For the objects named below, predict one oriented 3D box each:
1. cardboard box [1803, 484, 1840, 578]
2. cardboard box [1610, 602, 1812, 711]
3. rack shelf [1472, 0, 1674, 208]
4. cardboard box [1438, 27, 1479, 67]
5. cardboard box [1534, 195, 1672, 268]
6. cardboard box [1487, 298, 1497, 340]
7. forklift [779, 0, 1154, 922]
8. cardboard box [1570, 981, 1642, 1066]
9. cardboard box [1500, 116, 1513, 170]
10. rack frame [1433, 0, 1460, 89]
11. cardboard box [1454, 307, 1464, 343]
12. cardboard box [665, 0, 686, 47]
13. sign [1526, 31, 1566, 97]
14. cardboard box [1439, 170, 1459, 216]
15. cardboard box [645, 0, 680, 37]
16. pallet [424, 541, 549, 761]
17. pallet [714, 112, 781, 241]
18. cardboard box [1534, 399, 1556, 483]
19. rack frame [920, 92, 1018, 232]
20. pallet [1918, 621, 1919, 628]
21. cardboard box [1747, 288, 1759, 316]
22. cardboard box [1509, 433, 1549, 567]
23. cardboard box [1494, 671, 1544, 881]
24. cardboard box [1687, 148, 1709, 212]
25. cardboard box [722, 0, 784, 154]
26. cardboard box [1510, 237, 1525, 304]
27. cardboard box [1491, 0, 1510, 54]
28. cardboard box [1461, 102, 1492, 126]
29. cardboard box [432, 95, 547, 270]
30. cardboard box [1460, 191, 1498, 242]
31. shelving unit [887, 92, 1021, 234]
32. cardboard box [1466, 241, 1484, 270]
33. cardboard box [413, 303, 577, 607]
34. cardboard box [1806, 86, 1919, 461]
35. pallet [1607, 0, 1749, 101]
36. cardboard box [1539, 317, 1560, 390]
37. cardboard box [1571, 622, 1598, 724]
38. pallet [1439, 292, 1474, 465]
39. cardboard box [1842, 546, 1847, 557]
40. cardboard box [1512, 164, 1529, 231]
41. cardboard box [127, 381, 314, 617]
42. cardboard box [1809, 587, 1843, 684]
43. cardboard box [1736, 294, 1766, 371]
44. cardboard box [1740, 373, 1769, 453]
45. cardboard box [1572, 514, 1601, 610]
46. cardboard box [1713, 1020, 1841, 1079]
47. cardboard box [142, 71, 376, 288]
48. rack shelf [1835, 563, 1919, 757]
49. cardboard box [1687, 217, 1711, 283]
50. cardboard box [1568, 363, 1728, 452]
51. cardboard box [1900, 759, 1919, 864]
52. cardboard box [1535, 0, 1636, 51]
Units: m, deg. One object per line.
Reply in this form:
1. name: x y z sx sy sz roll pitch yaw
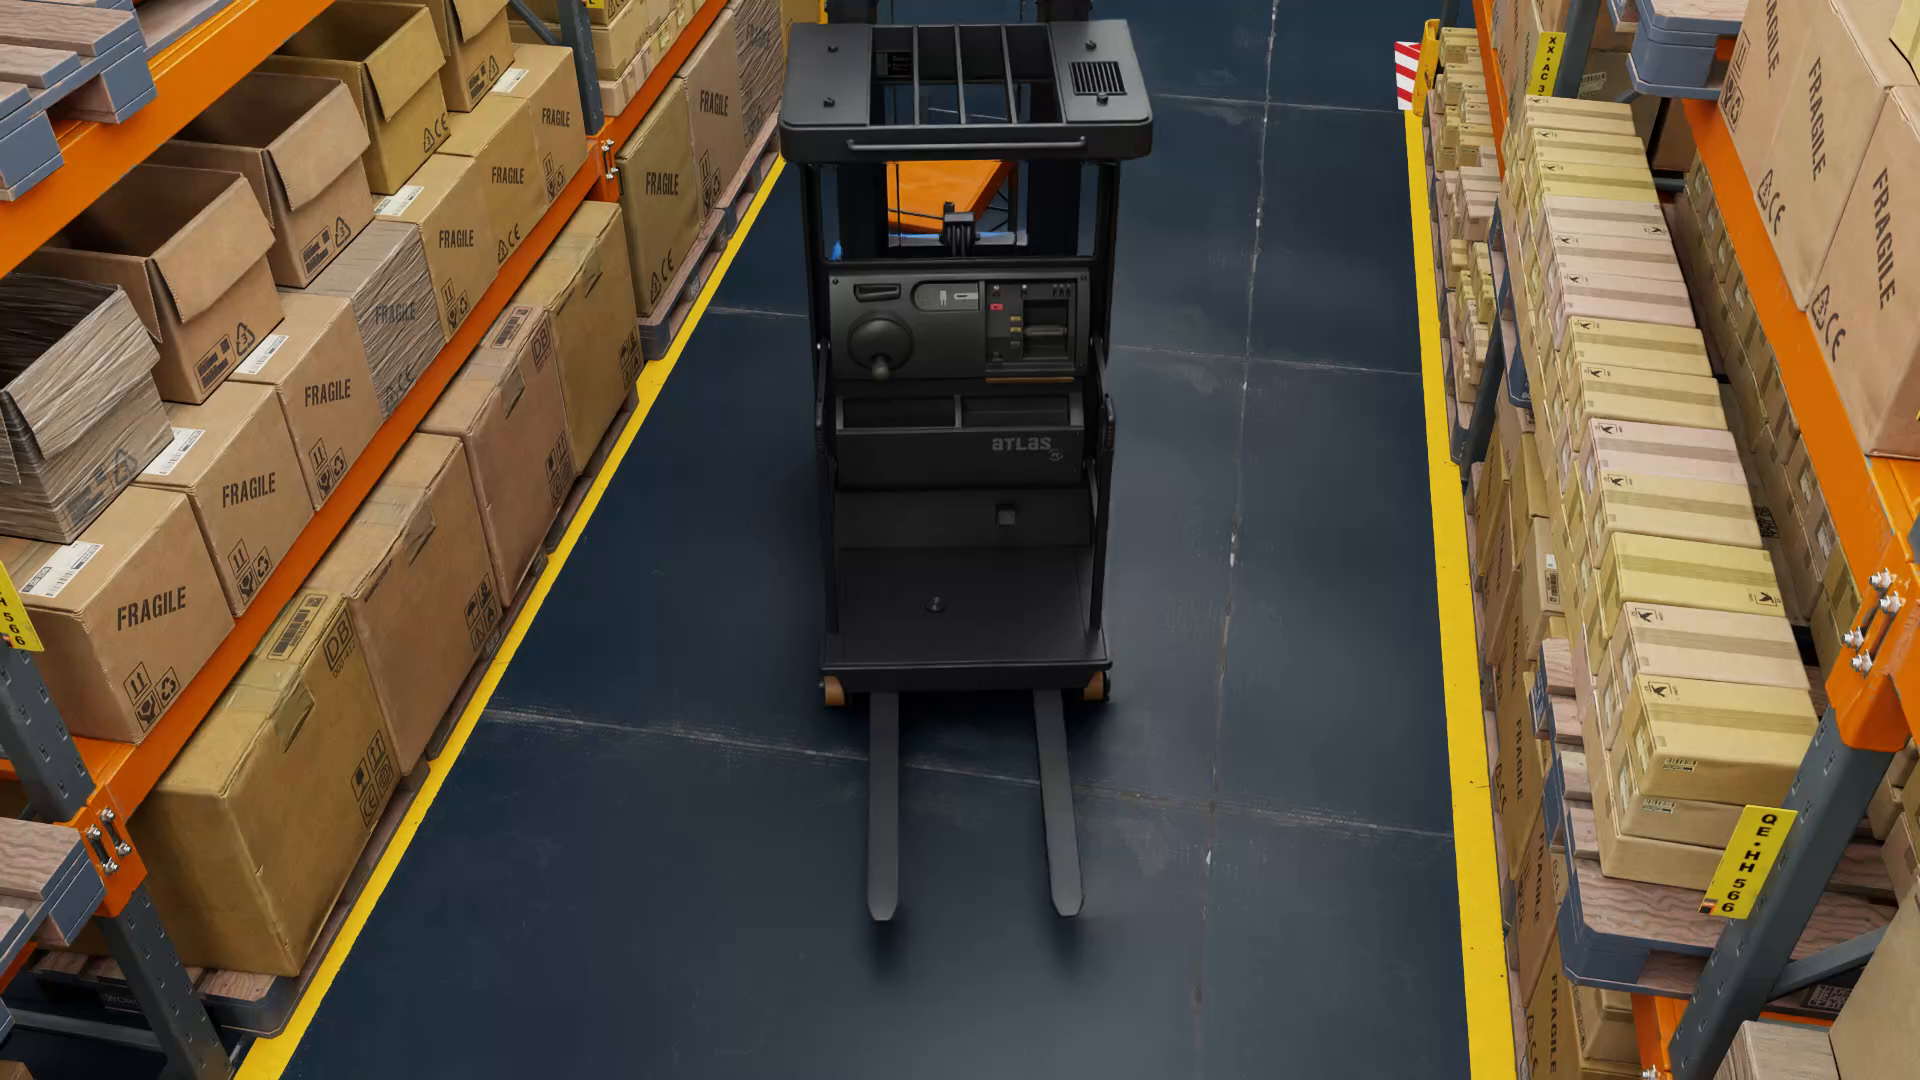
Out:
1. cardboard box: 2.546 -0.006 4.537 0.380 0.149 0.250 6 40 8
2. cardboard box: 1.768 0.298 3.936 0.380 0.149 0.250 6 40 7
3. rack shelf: 3.128 -2.380 8.339 1.077 0.370 4.000 6 40 8
4. cardboard box: 3.048 -2.914 9.861 0.380 0.149 0.250 5 40 6
5. cardboard box: 2.126 -1.007 5.515 0.380 0.149 0.250 6 40 7
6. cardboard box: 2.587 -0.947 7.482 0.380 0.149 0.250 7 40 9
7. forklift: 0.008 -0.692 5.787 1.130 2.935 3.031 -1 40 -1
8. cardboard box: 1.949 1.163 4.533 0.500 0.250 0.500 6 40 7
9. cardboard box: 2.538 -1.684 7.130 0.380 0.149 0.250 5 40 6
10. rack frame: 3.474 -3.912 9.628 1.000 3.000 0.127 6 40 8
11. cardboard box: 2.623 -1.076 8.105 0.380 0.149 0.250 5 40 6
12. cardboard box: -1.573 -2.560 8.190 0.380 0.149 0.250 5 40 6
13. sign: 2.246 -1.791 6.383 0.100 0.325 0.005 6 40 8
14. cardboard box: 2.836 -1.886 9.085 0.380 0.149 0.250 5 40 6
15. cardboard box: -1.656 -2.647 7.982 0.500 0.250 0.500 6 40 7
16. pallet: -2.354 0.323 6.694 1.003 0.211 1.213 6 40 8
17. pallet: -1.669 -2.174 9.714 1.003 0.211 1.213 6 40 8
18. cardboard box: 1.993 -0.293 5.118 0.380 0.149 0.250 5 40 6
19. rack frame: 0.048 -1.701 8.425 0.500 1.125 0.032 12 41 14
20. pallet: 2.030 0.435 2.164 1.213 0.211 1.003 8 40 10
21. cardboard box: 2.721 -0.774 5.232 0.380 0.149 0.250 5 40 6
22. cardboard box: 2.304 -0.121 6.085 0.500 0.250 0.500 7 40 9
23. cardboard box: 2.115 0.809 5.550 0.500 0.500 0.500 5 40 6
24. cardboard box: 2.907 -1.310 6.115 0.380 0.149 0.250 8 40 9
25. cardboard box: -1.583 -2.884 9.722 0.875 0.875 0.875 6 40 8
26. cardboard box: 2.171 -0.940 5.900 0.380 0.149 0.250 7 40 8
27. cardboard box: 2.765 -2.528 7.641 0.500 0.500 0.500 6 40 7
28. cardboard box: 2.931 -2.245 9.053 0.380 0.149 0.250 8 40 9
29. cardboard box: -1.991 -1.418 6.532 0.500 0.500 0.500 8 40 9
30. cardboard box: 2.706 -1.603 8.275 0.380 0.149 0.250 5 40 6
31. shelving unit: -0.109 -1.393 8.052 0.538 1.125 1.048 12 41 14
32. cardboard box: 2.751 -1.463 8.339 0.380 0.149 0.250 7 40 9
33. cardboard box: -2.331 -0.391 6.706 1.225 0.875 0.875 5 40 6
34. cardboard box: 1.938 -0.473 3.035 0.500 0.500 0.500 6 40 8
35. pallet: 2.393 -1.459 4.454 1.213 0.211 1.003 6 40 8
36. cardboard box: 2.038 -0.561 5.209 0.380 0.149 0.250 6 40 7
37. cardboard box: 1.811 0.366 4.321 0.380 0.149 0.250 7 40 8
38. pallet: 2.863 -0.753 7.995 1.003 0.211 1.213 6 40 8
39. cardboard box: 2.497 0.057 4.228 0.380 0.149 0.250 5 40 6
40. cardboard box: 2.217 -1.222 6.009 0.380 0.149 0.250 6 40 7
41. cardboard box: -2.339 -0.140 4.986 0.500 0.500 0.500 5 40 6
42. cardboard box: 2.503 0.277 4.428 0.380 0.149 0.250 8 40 10
43. cardboard box: 2.728 -0.654 5.321 0.380 0.149 0.250 4 40 5
44. cardboard box: 2.685 -0.378 5.221 0.380 0.149 0.250 8 40 10
45. cardboard box: 1.858 0.078 4.435 0.380 0.149 0.250 6 40 8
46. cardboard box: 1.746 1.322 3.219 0.500 0.500 0.500 7 40 8
47. cardboard box: -2.411 -1.215 5.499 0.797 0.503 0.637 8 40 9
48. rack shelf: 1.743 1.485 1.311 1.077 0.370 4.000 6 40 8
49. cardboard box: 2.864 -1.033 6.013 0.380 0.149 0.250 7 40 8
50. cardboard box: 1.949 -0.356 4.727 0.380 0.149 0.250 8 40 10
51. cardboard box: 2.371 0.647 3.747 0.380 0.149 0.250 8 40 10
52. cardboard box: 2.596 -2.265 6.539 0.500 0.500 0.500 5 40 6
